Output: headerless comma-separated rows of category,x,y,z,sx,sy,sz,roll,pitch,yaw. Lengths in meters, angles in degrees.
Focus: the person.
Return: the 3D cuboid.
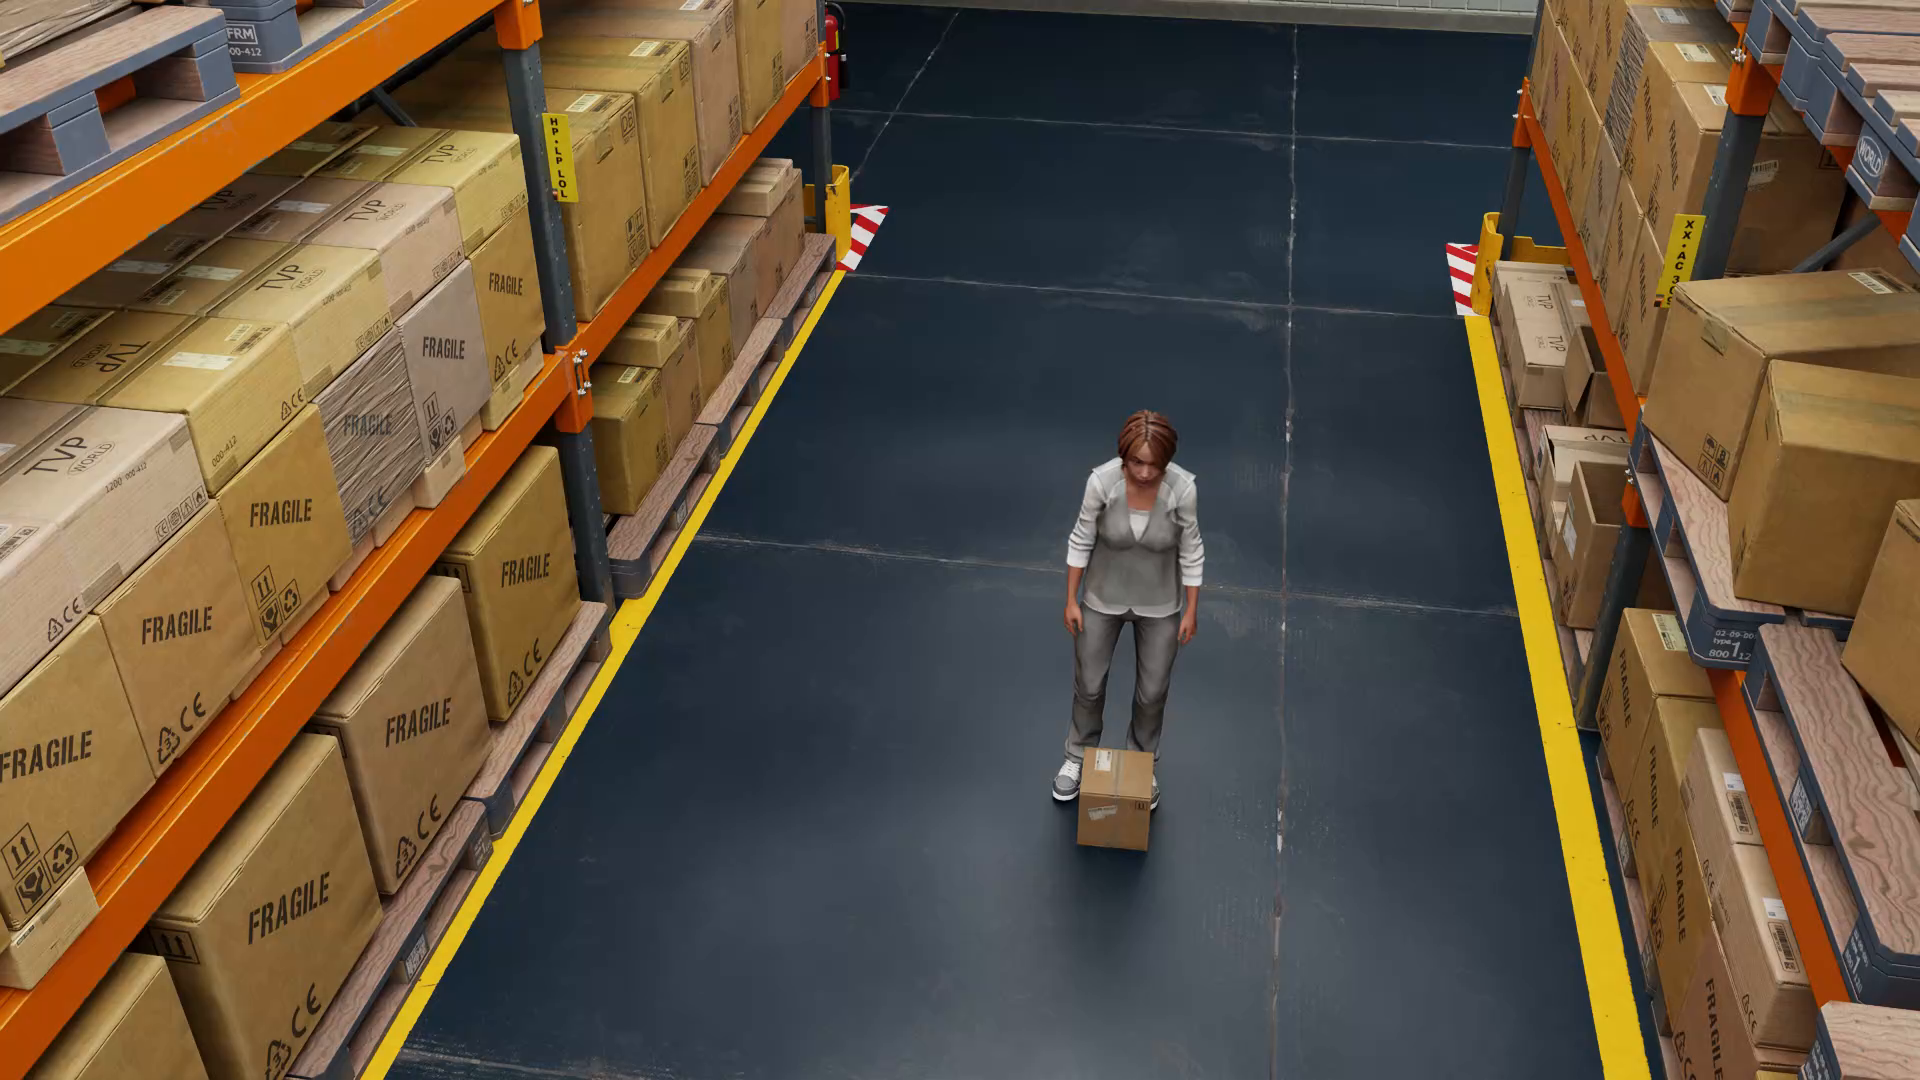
person,0.591,0.236,5.782,0.477,1.593,0.347,4,33,7
